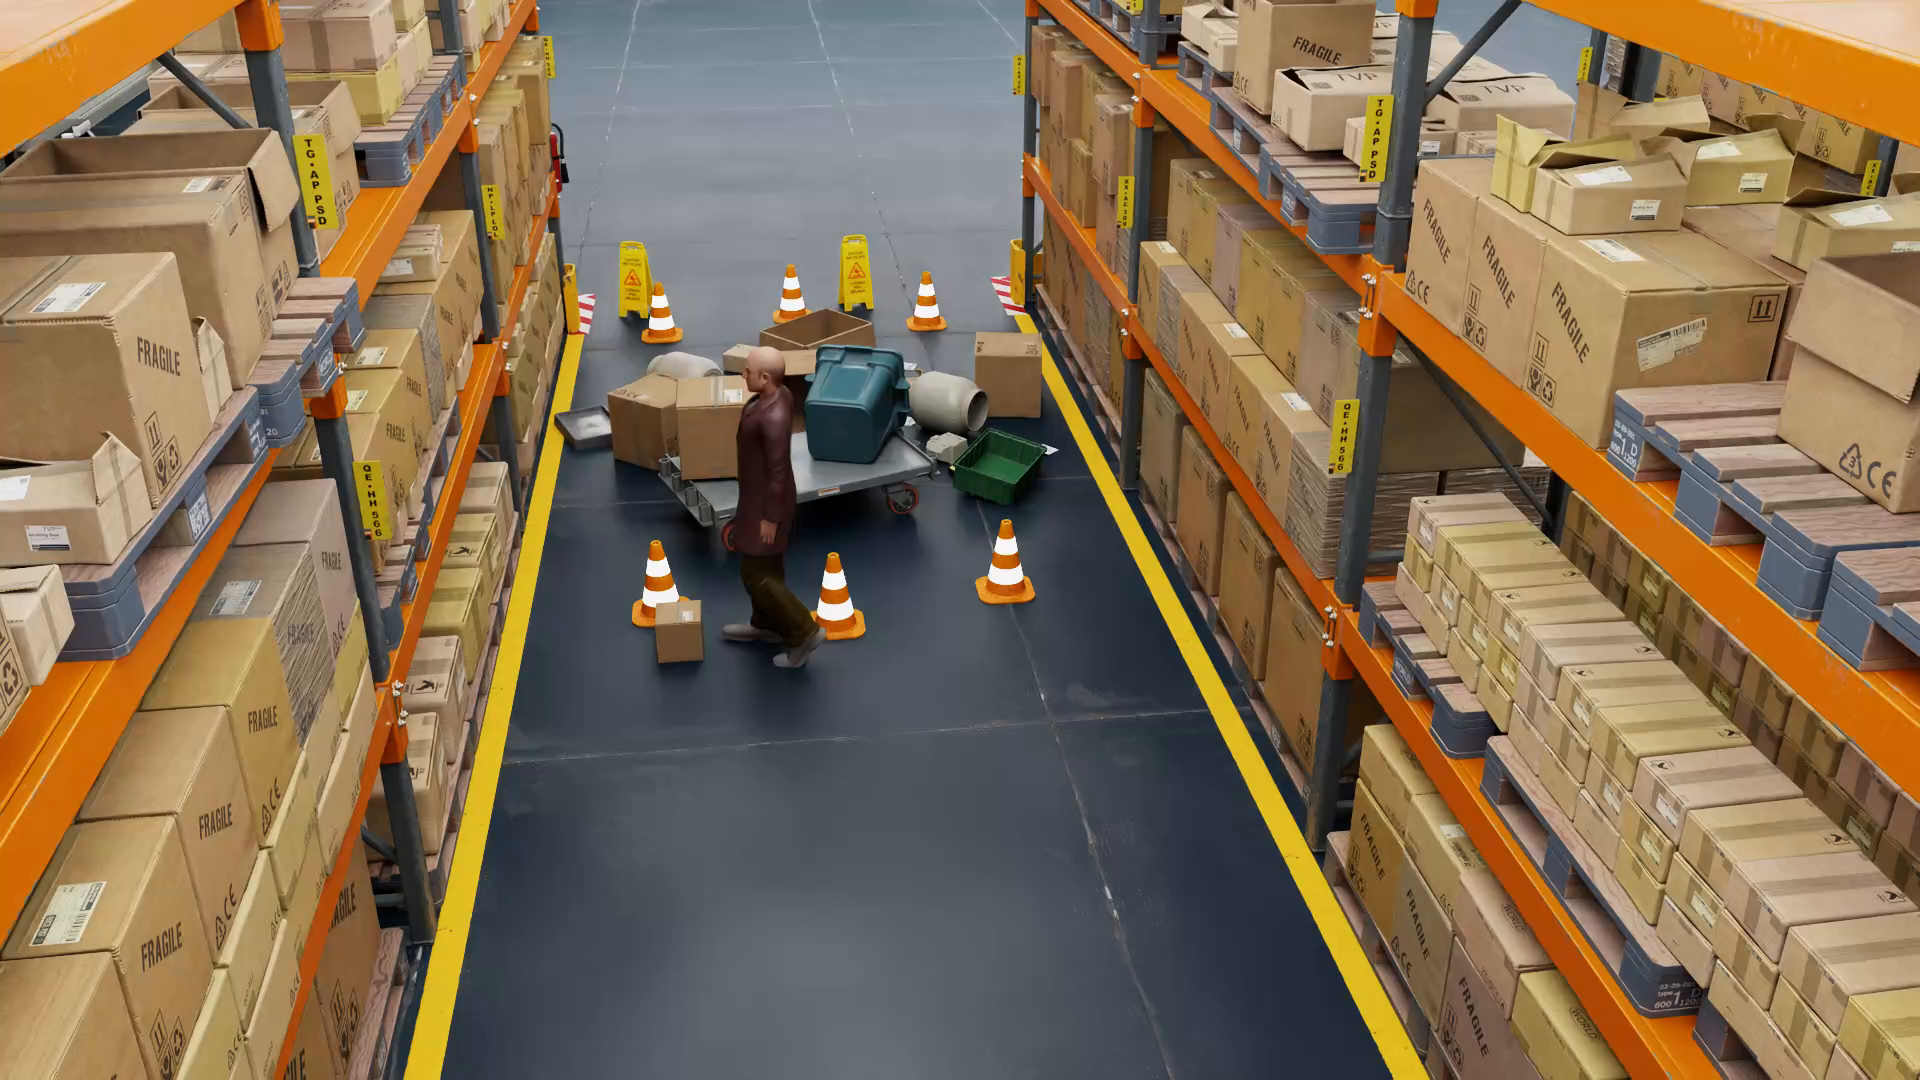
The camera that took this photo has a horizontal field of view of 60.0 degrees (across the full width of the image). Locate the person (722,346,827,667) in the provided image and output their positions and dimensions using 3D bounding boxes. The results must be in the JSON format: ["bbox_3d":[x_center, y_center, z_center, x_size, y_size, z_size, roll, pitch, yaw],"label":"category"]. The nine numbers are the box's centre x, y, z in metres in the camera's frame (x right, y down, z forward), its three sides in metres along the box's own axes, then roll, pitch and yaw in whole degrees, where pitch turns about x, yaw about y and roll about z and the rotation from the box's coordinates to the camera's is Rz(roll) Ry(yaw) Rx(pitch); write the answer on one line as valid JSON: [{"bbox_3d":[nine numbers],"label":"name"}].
[{"bbox_3d":[-1.047,-0.196,9.047,0.612,1.816,0.625,-1,27,-1],"label":"person"}]
